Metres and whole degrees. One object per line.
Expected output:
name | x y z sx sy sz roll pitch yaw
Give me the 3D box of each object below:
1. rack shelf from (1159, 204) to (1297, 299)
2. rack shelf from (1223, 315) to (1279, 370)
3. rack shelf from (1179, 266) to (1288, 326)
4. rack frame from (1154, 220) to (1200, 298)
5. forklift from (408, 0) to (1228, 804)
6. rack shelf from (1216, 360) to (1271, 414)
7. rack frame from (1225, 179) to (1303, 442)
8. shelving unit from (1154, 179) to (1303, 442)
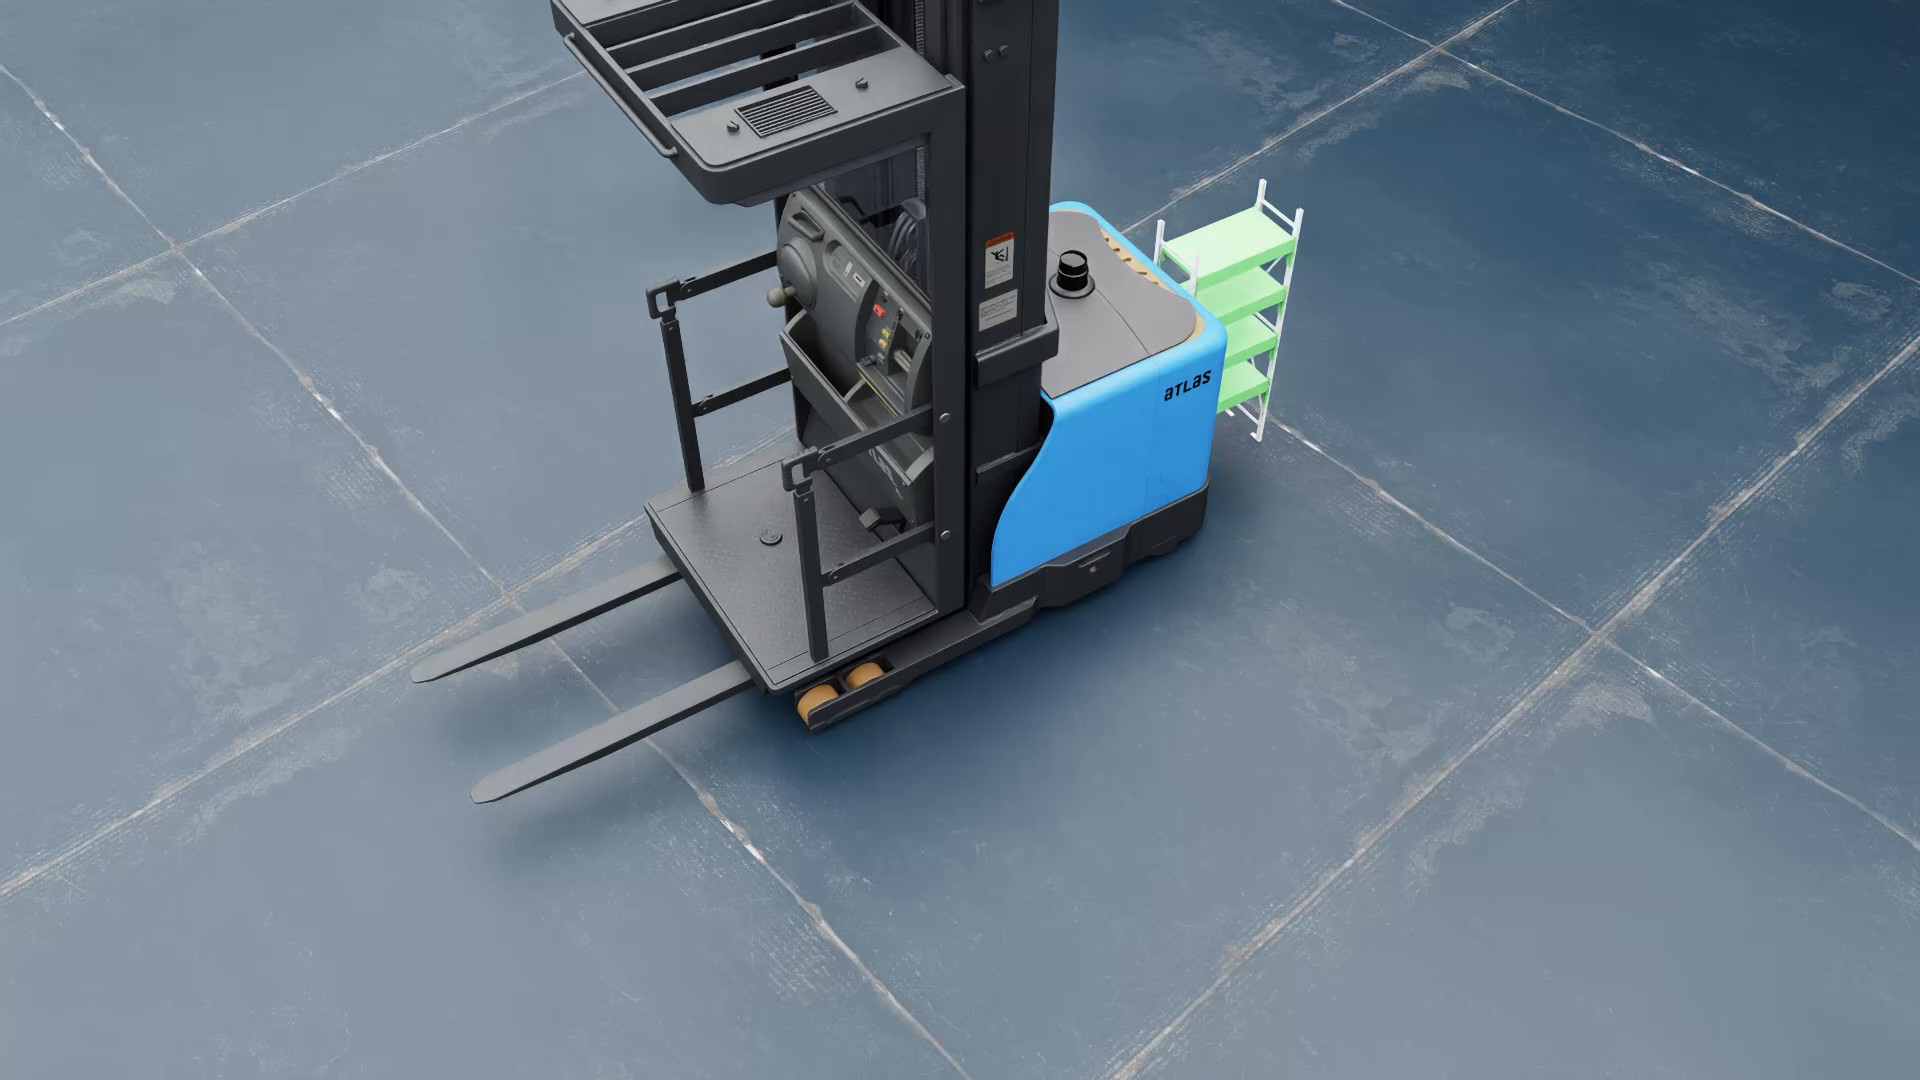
rack shelf | 1.017 -1.092 6.375 0.480 0.148 0.258 -25 52 -21
rack shelf | 1.017 -0.766 6.728 0.480 0.148 0.258 -25 52 -21
rack shelf | 1.017 -0.929 6.551 0.480 0.148 0.258 -25 52 -21
rack frame | 0.810 -0.715 6.593 0.015 1.200 0.240 -25 52 -21
forklift | -0.534 -0.748 5.446 3.031 2.935 1.130 -25 52 -21
rack shelf | 1.017 -0.604 6.904 0.480 0.148 0.258 -25 52 -21
rack frame | 1.224 -0.905 6.768 0.015 1.200 0.240 -25 52 -21
shelving unit | 1.017 -0.810 6.681 0.503 1.200 0.258 -25 52 -21
